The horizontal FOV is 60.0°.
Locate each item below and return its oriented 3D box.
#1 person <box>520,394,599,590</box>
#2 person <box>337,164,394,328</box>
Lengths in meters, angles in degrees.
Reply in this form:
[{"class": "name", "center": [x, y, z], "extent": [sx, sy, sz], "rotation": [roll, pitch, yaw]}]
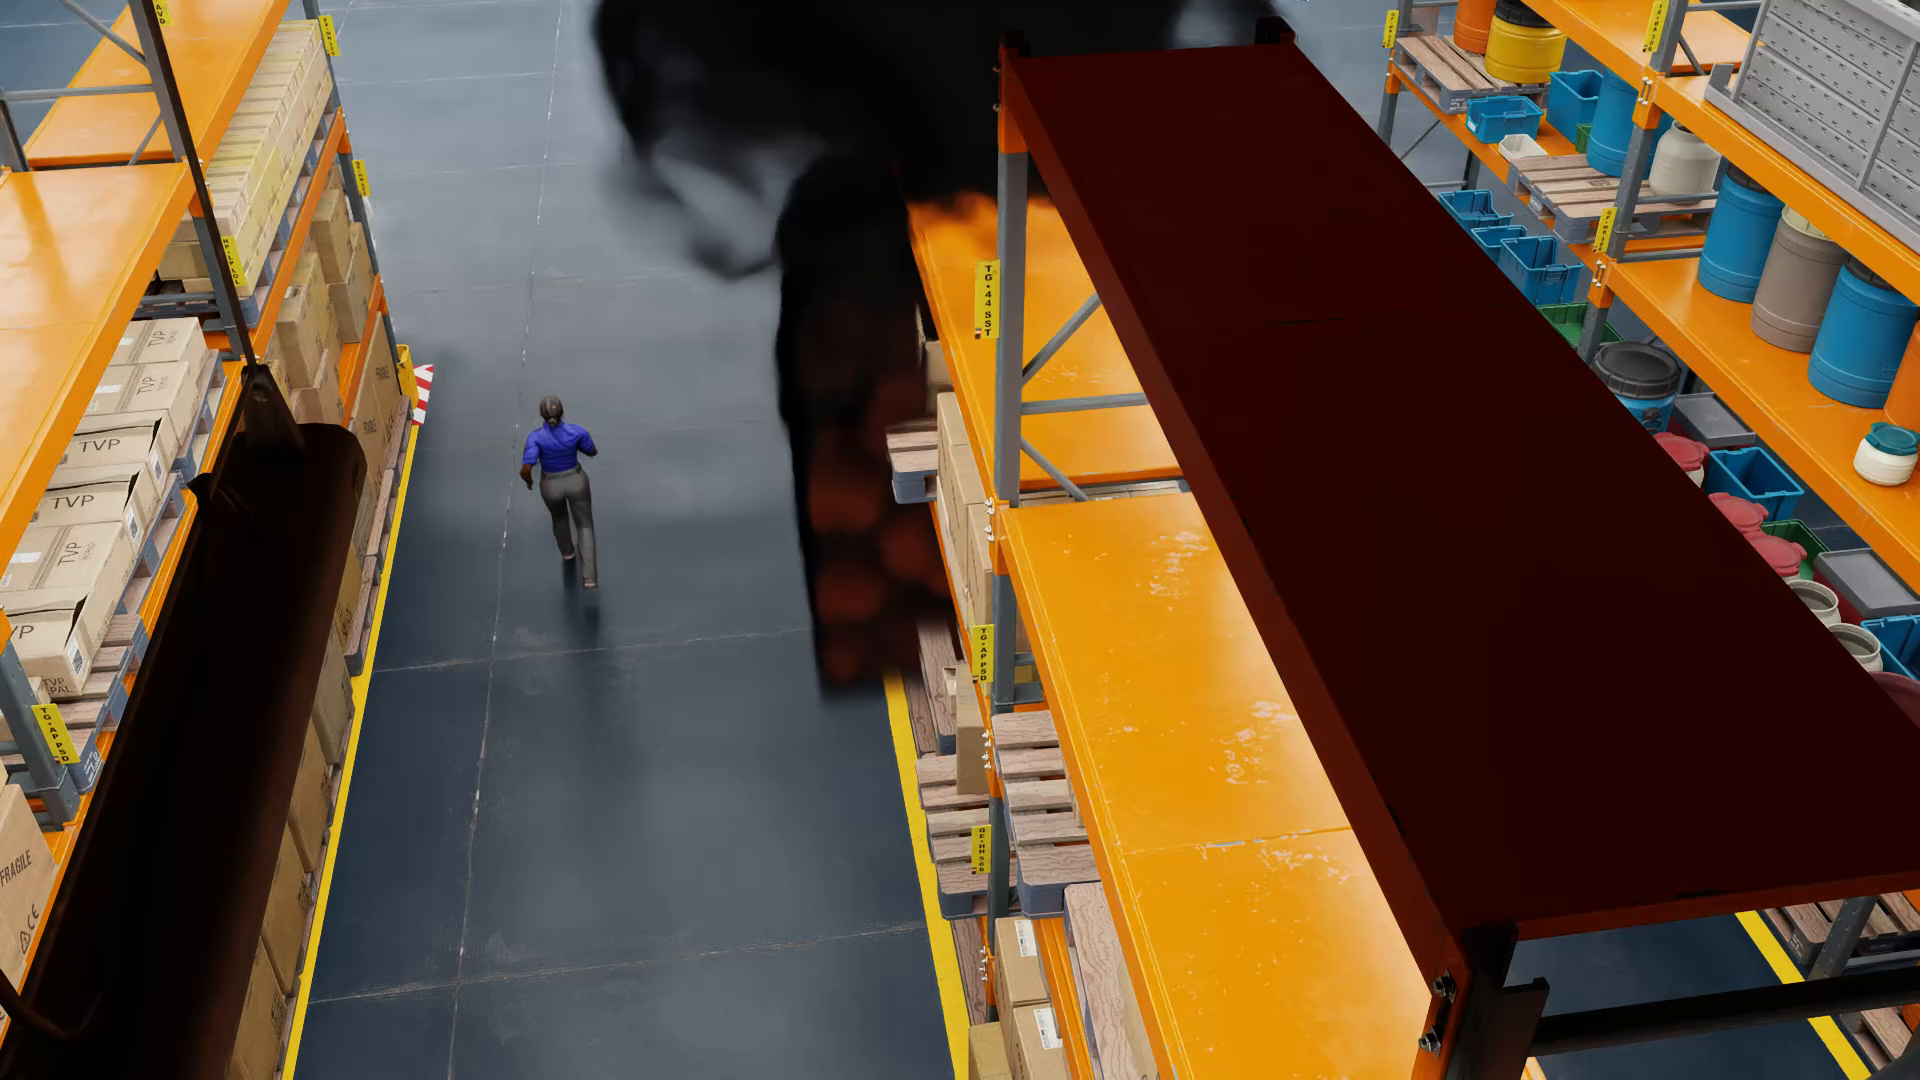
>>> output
[{"class": "person", "center": [-2.986, -0.383, 12.545], "extent": [0.575, 1.645, 0.938], "rotation": [-9, 37, -11]}, {"class": "person", "center": [-5.799, -2.773, 15.819], "extent": [0.594, 1.654, 0.633], "rotation": [15, 39, 19]}]
